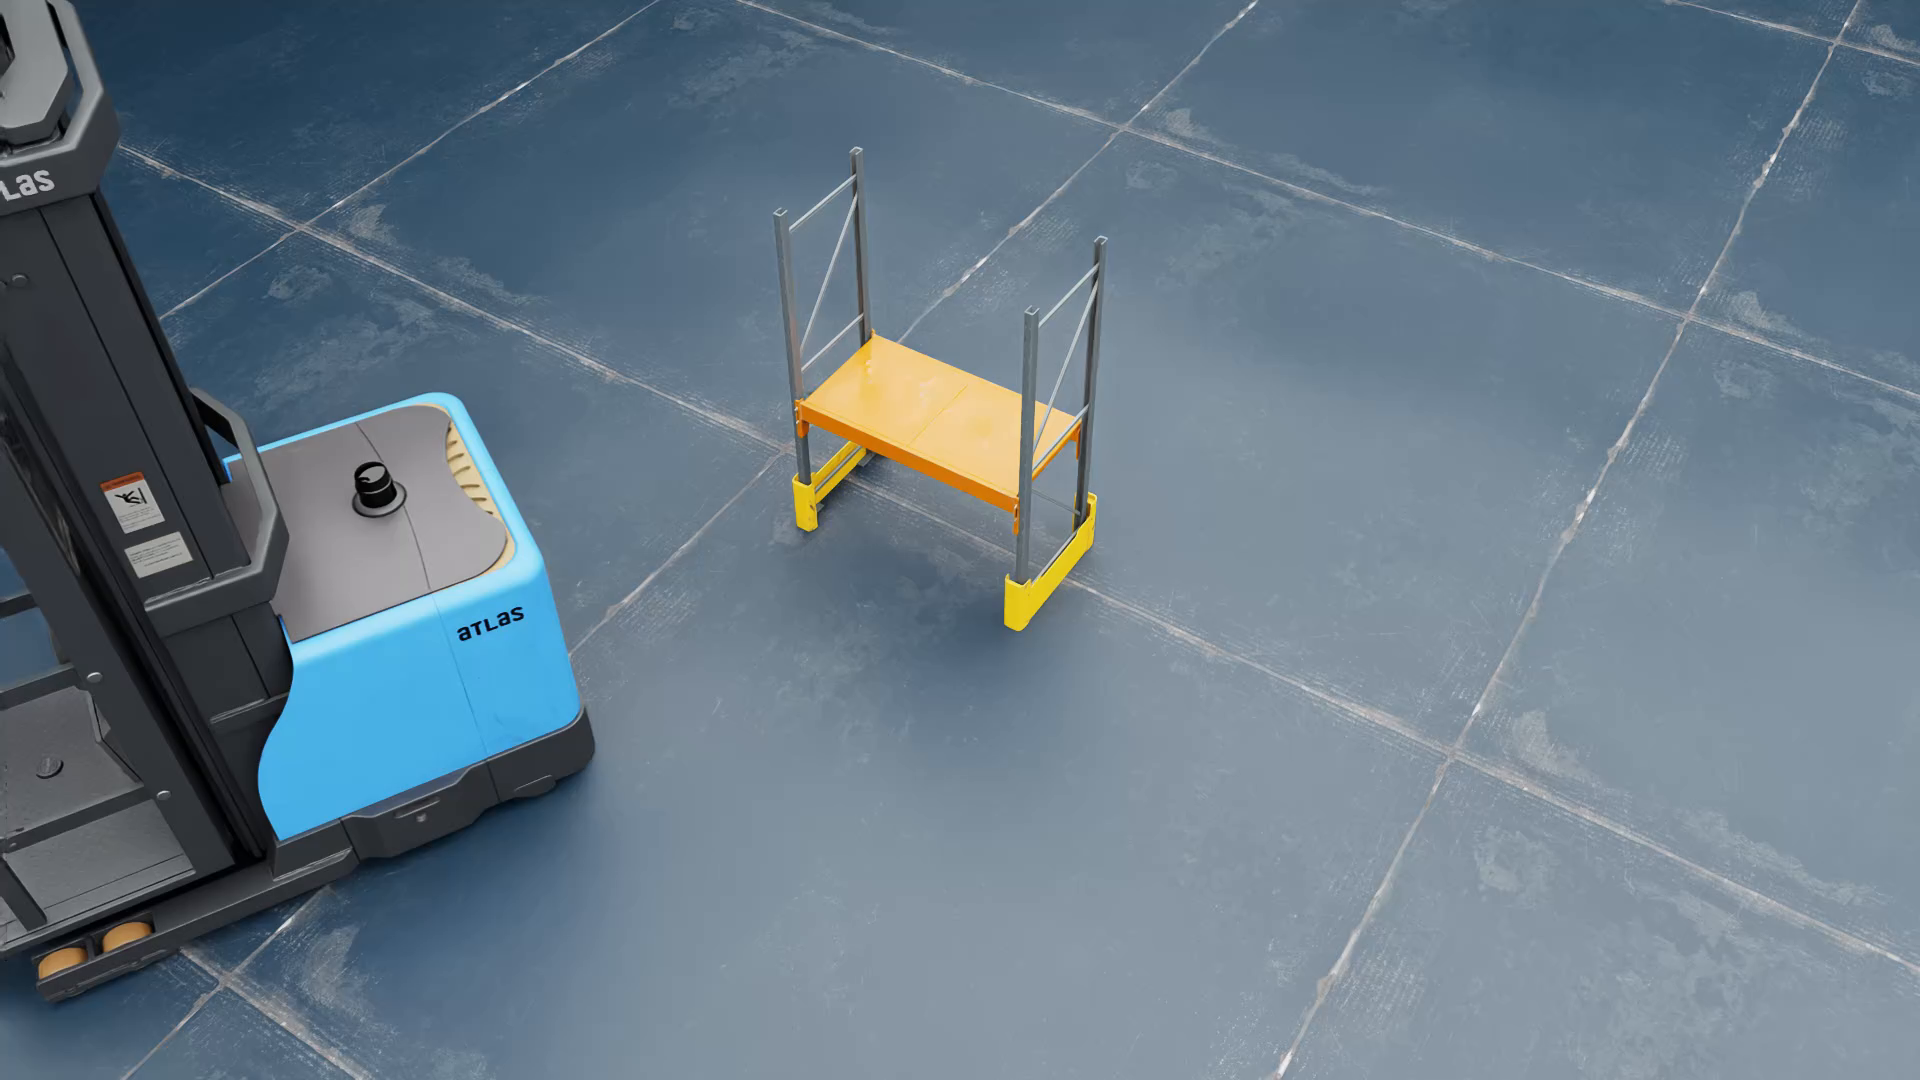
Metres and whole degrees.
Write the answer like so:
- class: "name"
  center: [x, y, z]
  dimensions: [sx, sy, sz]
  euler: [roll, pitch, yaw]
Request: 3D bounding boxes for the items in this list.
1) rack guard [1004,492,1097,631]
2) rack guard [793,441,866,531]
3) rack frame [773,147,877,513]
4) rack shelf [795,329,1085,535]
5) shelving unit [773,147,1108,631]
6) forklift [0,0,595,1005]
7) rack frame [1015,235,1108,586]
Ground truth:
- class: "rack guard"
  center: [0.355, 0.076, 6.502]
  dimensions: [0.087, 0.250, 0.587]
  euler: [25, 51, 22]
- class: "rack guard"
  center: [-0.483, -0.309, 6.876]
  dimensions: [0.087, 0.250, 0.587]
  euler: [25, 51, 22]
- class: "rack frame"
  center: [-0.500, -0.753, 6.435]
  dimensions: [0.032, 1.500, 0.500]
  euler: [25, 51, 22]
- class: "rack shelf"
  center: [-0.072, -0.430, 6.373]
  dimensions: [1.000, 0.185, 0.538]
  euler: [25, 51, 22]
- class: "shelving unit"
  center: [-0.064, -0.552, 6.241]
  dimensions: [1.083, 1.500, 0.587]
  euler: [25, 51, 22]
- class: "forklift"
  center: [-2.841, 0.004, 4.702]
  dimensions: [3.031, 2.935, 1.130]
  euler: [-22, 50, -20]
- class: "rack frame"
  center: [0.356, -0.359, 6.053]
  dimensions: [0.032, 1.500, 0.500]
  euler: [25, 51, 22]
